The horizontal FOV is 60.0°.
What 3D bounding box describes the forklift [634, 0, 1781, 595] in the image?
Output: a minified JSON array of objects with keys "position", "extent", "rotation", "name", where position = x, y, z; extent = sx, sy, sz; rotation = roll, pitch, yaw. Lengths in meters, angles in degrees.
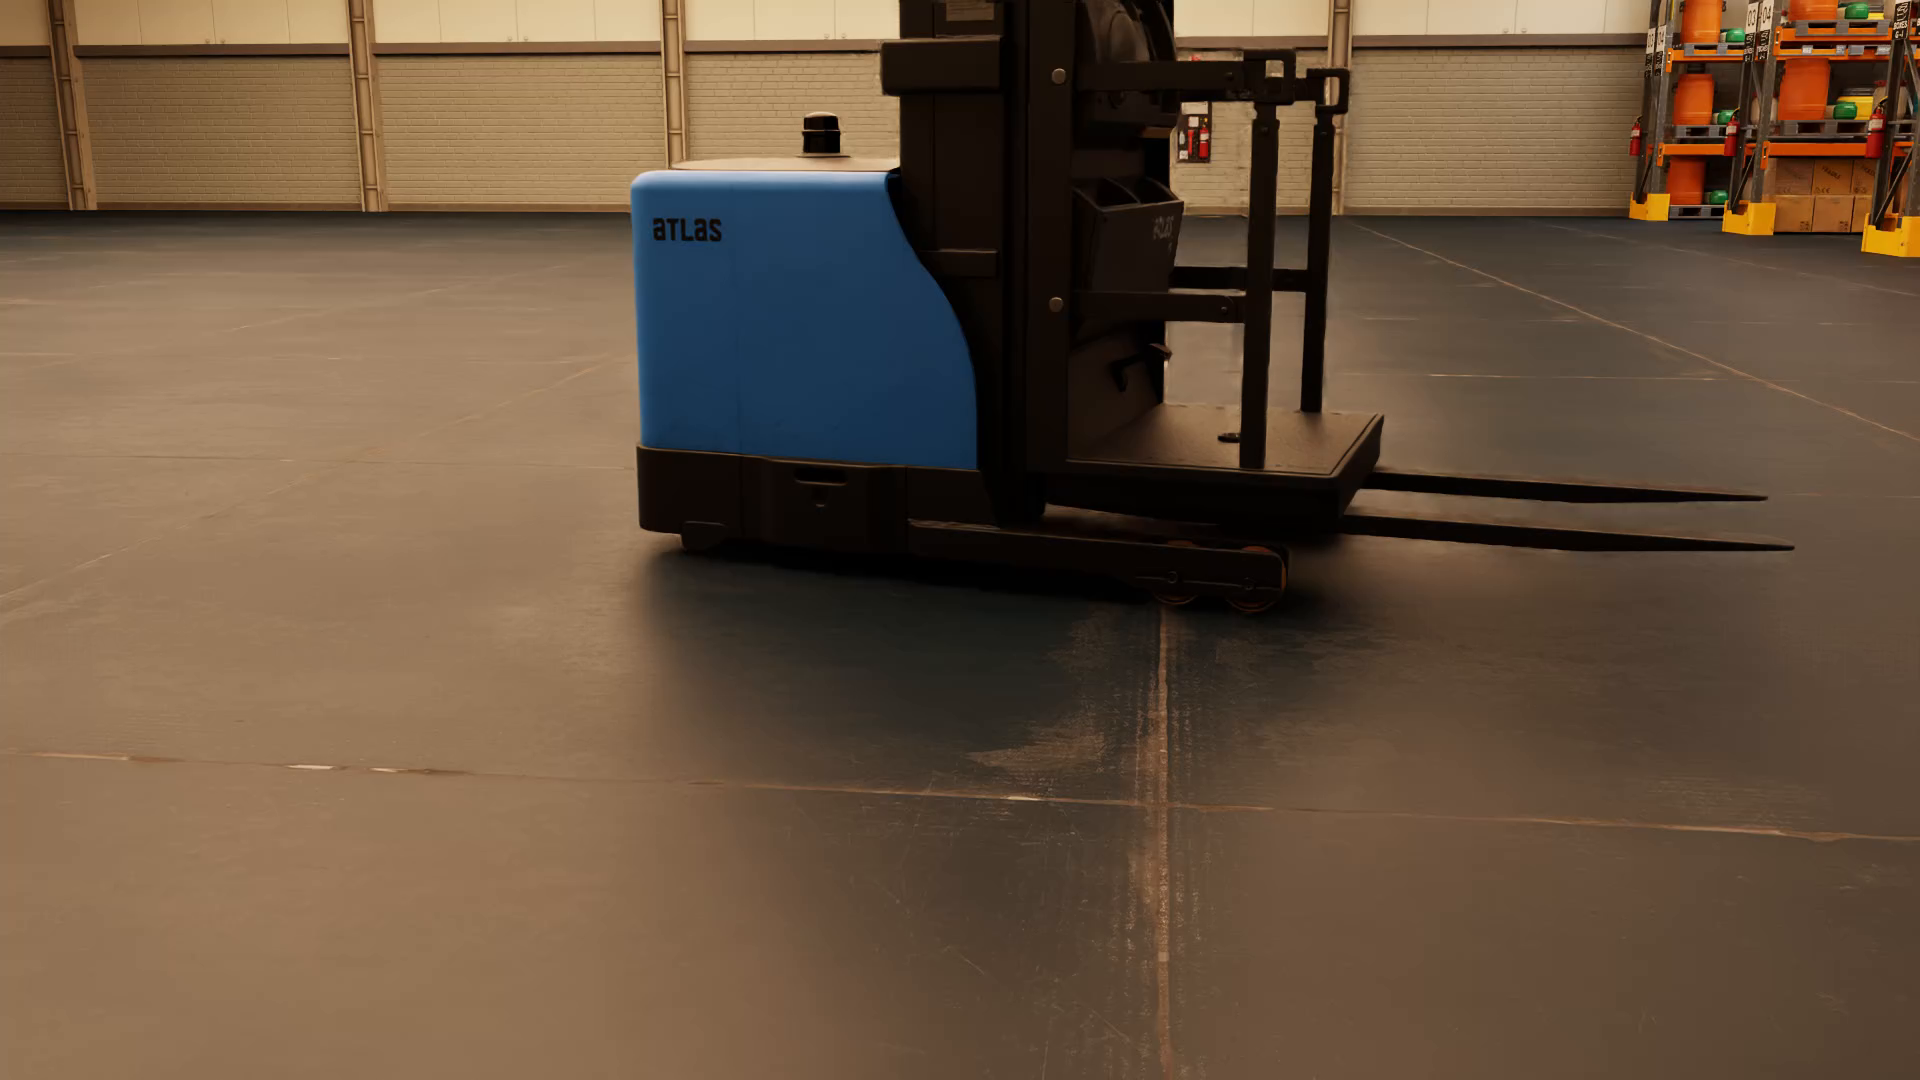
[{"position":[0.676,-1.412,4.547],"extent":[3.031,2.935,1.130],"rotation":[2,13,7],"name":"forklift"}]
